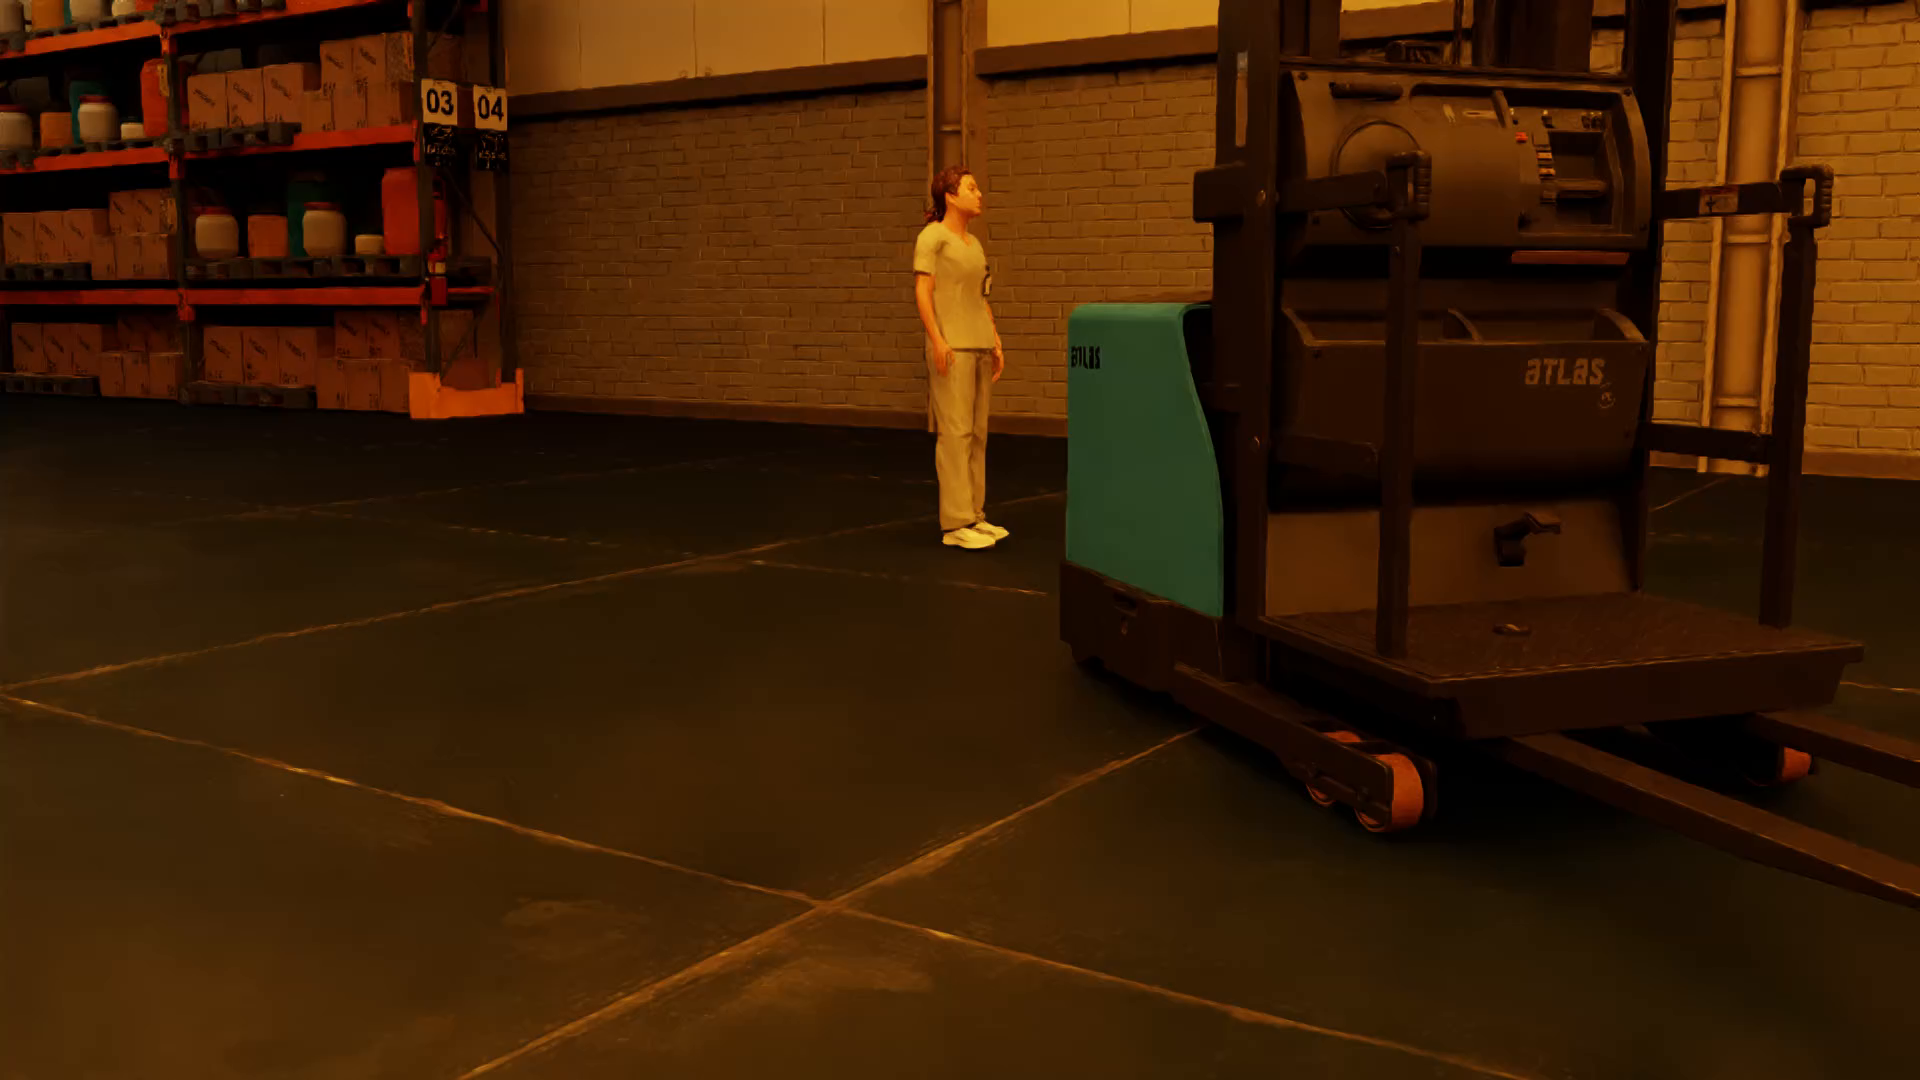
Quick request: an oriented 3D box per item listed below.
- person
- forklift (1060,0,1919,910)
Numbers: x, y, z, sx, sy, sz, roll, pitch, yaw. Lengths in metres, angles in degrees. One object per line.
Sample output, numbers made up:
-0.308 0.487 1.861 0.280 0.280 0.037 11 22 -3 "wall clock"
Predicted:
0.054 -0.829 7.433 0.548 1.674 0.550 5 10 34 "person"
1.257 -0.916 3.634 1.130 2.935 3.031 -3 9 -19 "forklift"
